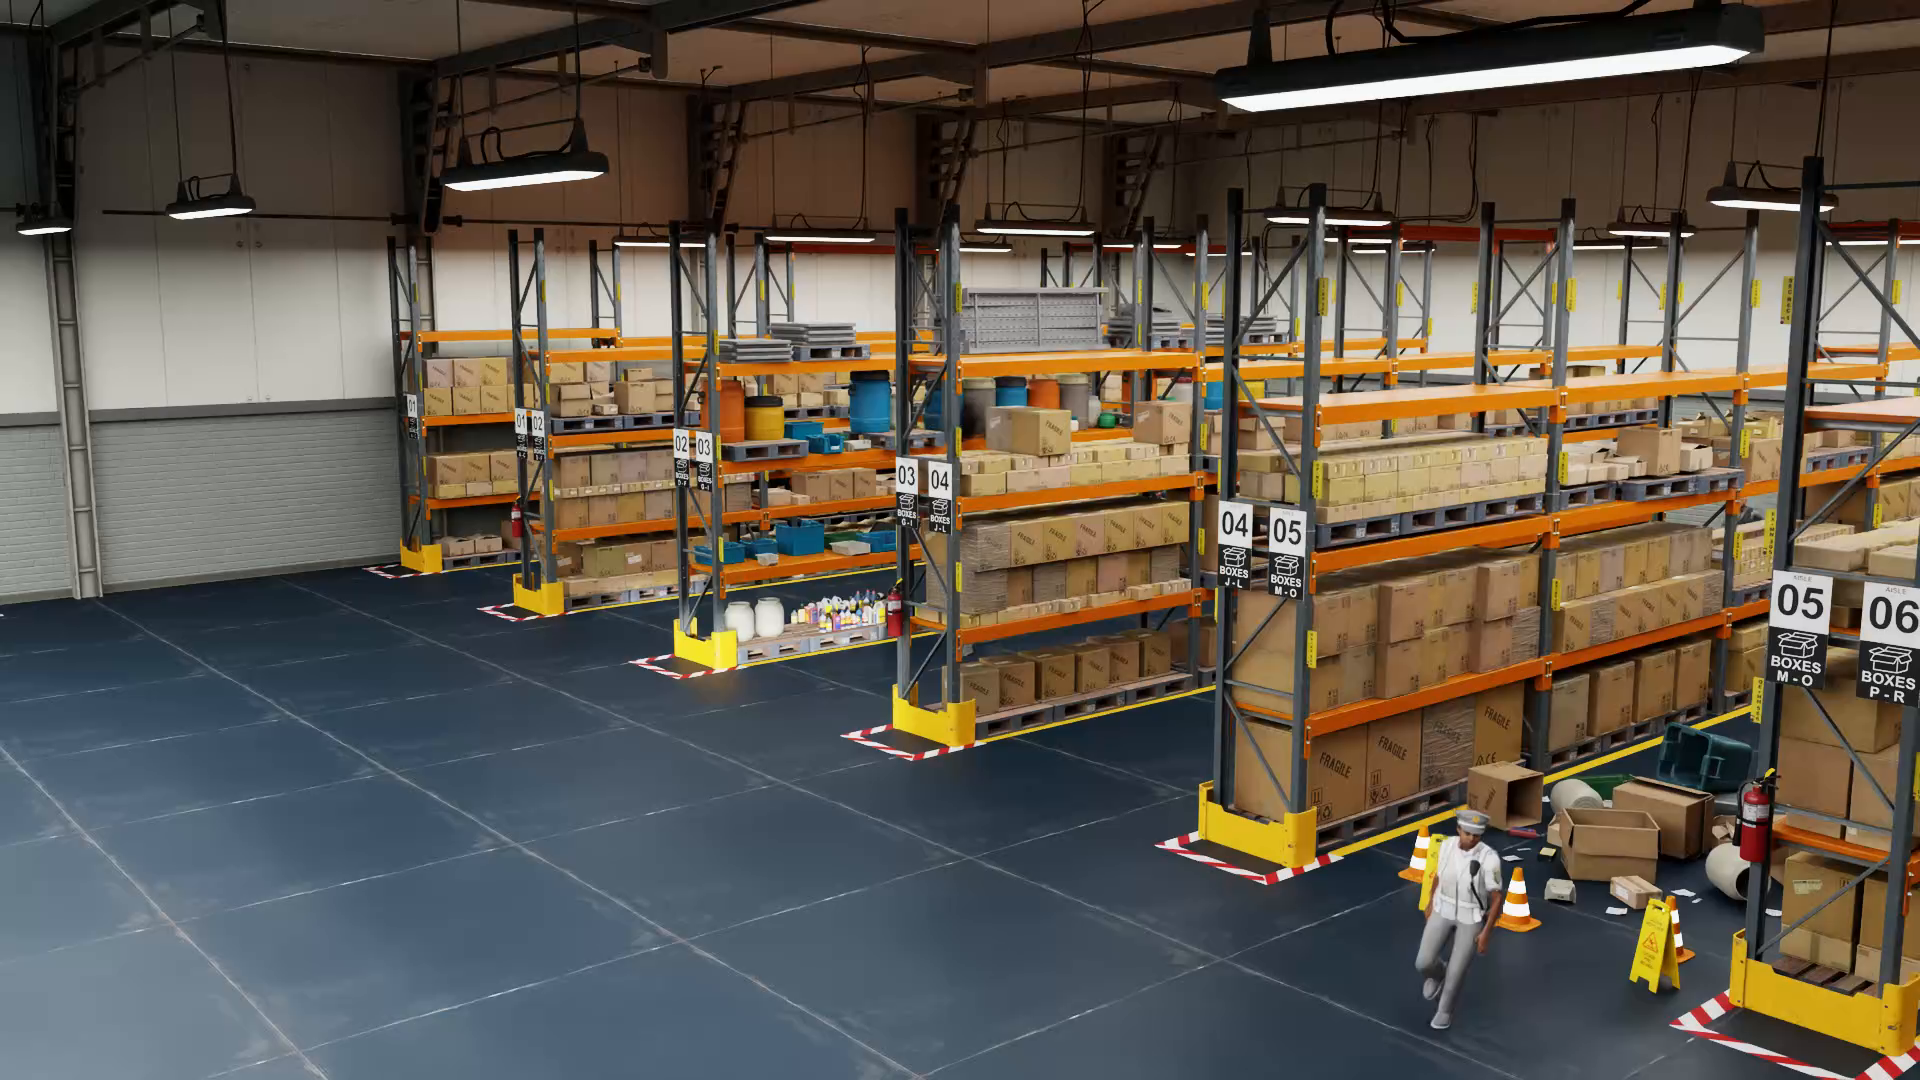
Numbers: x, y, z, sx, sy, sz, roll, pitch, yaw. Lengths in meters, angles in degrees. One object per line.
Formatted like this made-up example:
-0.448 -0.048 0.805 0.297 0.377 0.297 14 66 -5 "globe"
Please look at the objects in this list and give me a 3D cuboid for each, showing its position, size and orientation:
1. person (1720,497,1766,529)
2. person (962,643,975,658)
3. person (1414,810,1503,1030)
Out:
12.896 0.107 27.479 0.833 1.774 0.630 -8 12 -41 "person"
0.133 0.838 23.225 0.638 1.630 0.711 -5 10 -28 "person"
3.468 2.615 11.516 0.581 1.620 0.570 5 10 31 "person"
